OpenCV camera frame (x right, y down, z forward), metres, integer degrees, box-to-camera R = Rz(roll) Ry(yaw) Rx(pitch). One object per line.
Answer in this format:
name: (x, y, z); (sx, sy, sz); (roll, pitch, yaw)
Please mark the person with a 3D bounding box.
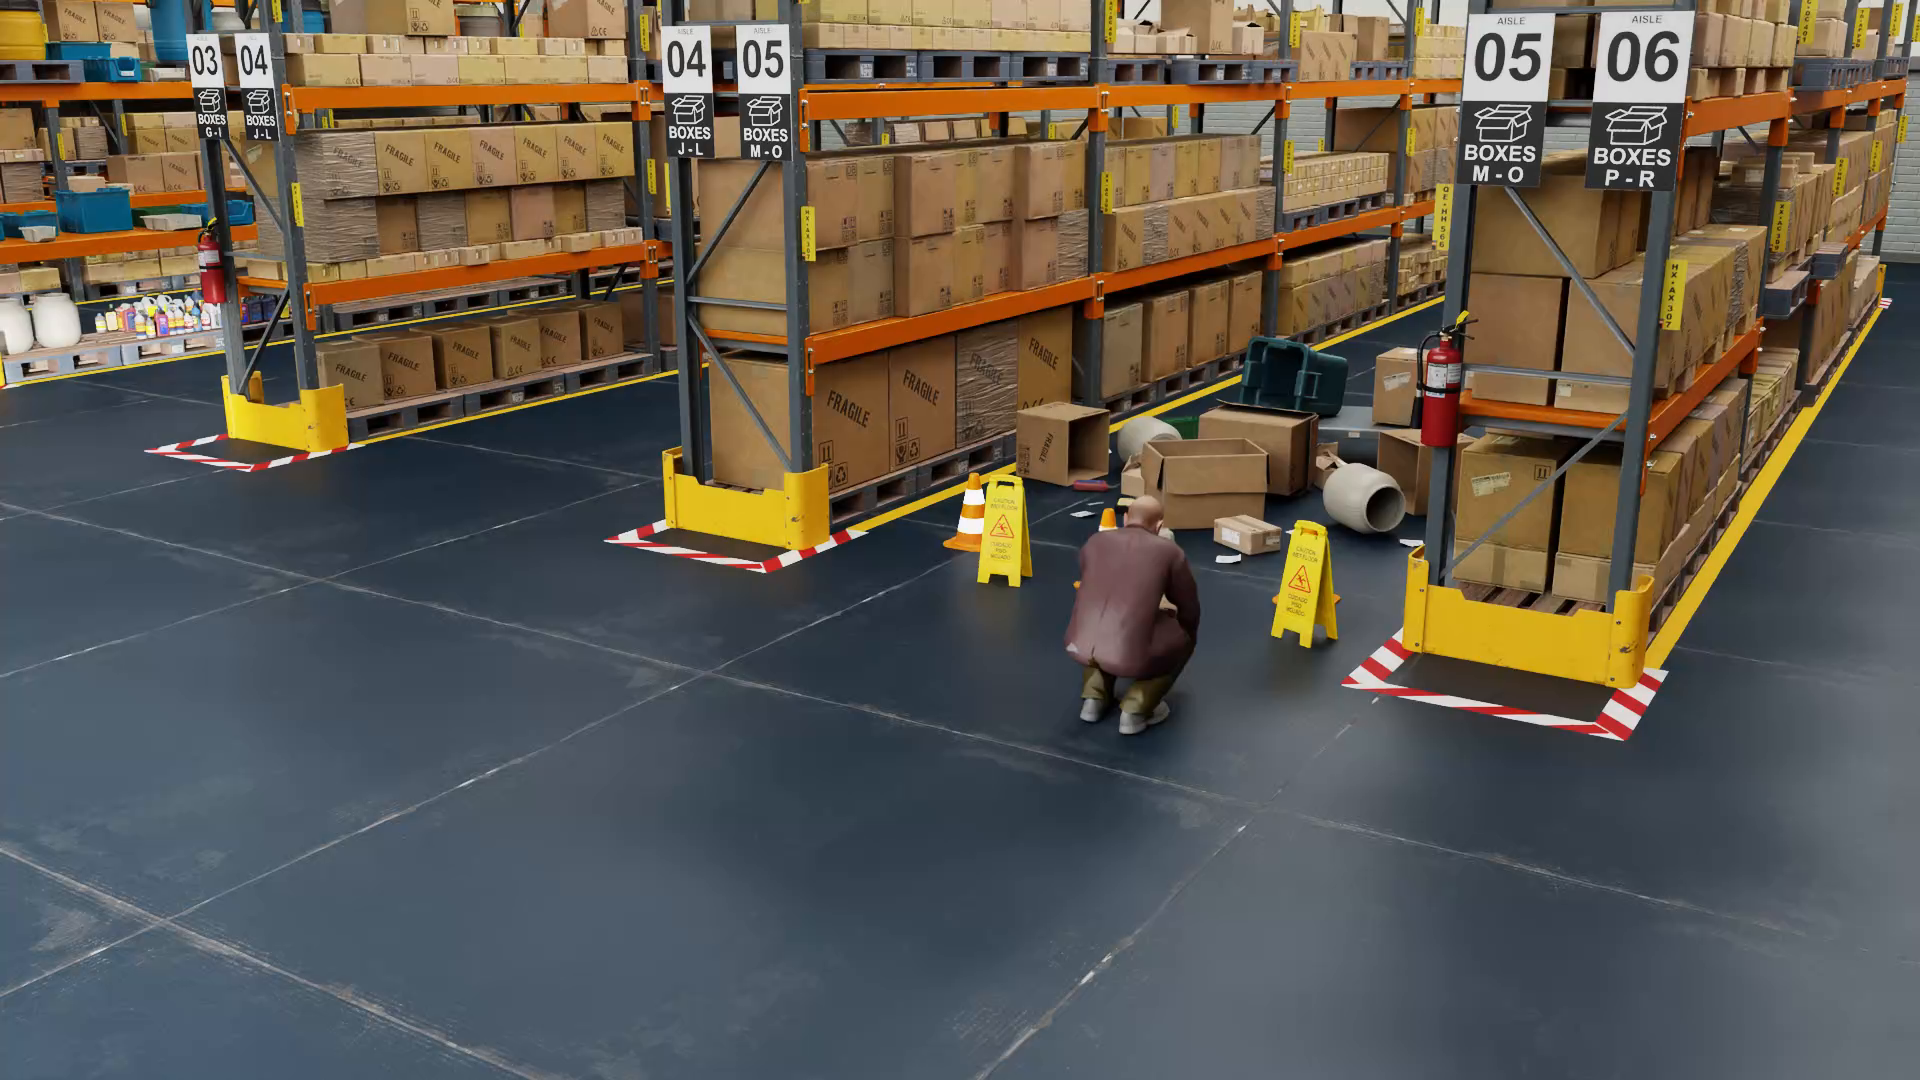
person: (0.813, 0.333, 7.838); (0.605, 0.990, 0.902); (10, 19, 30)
